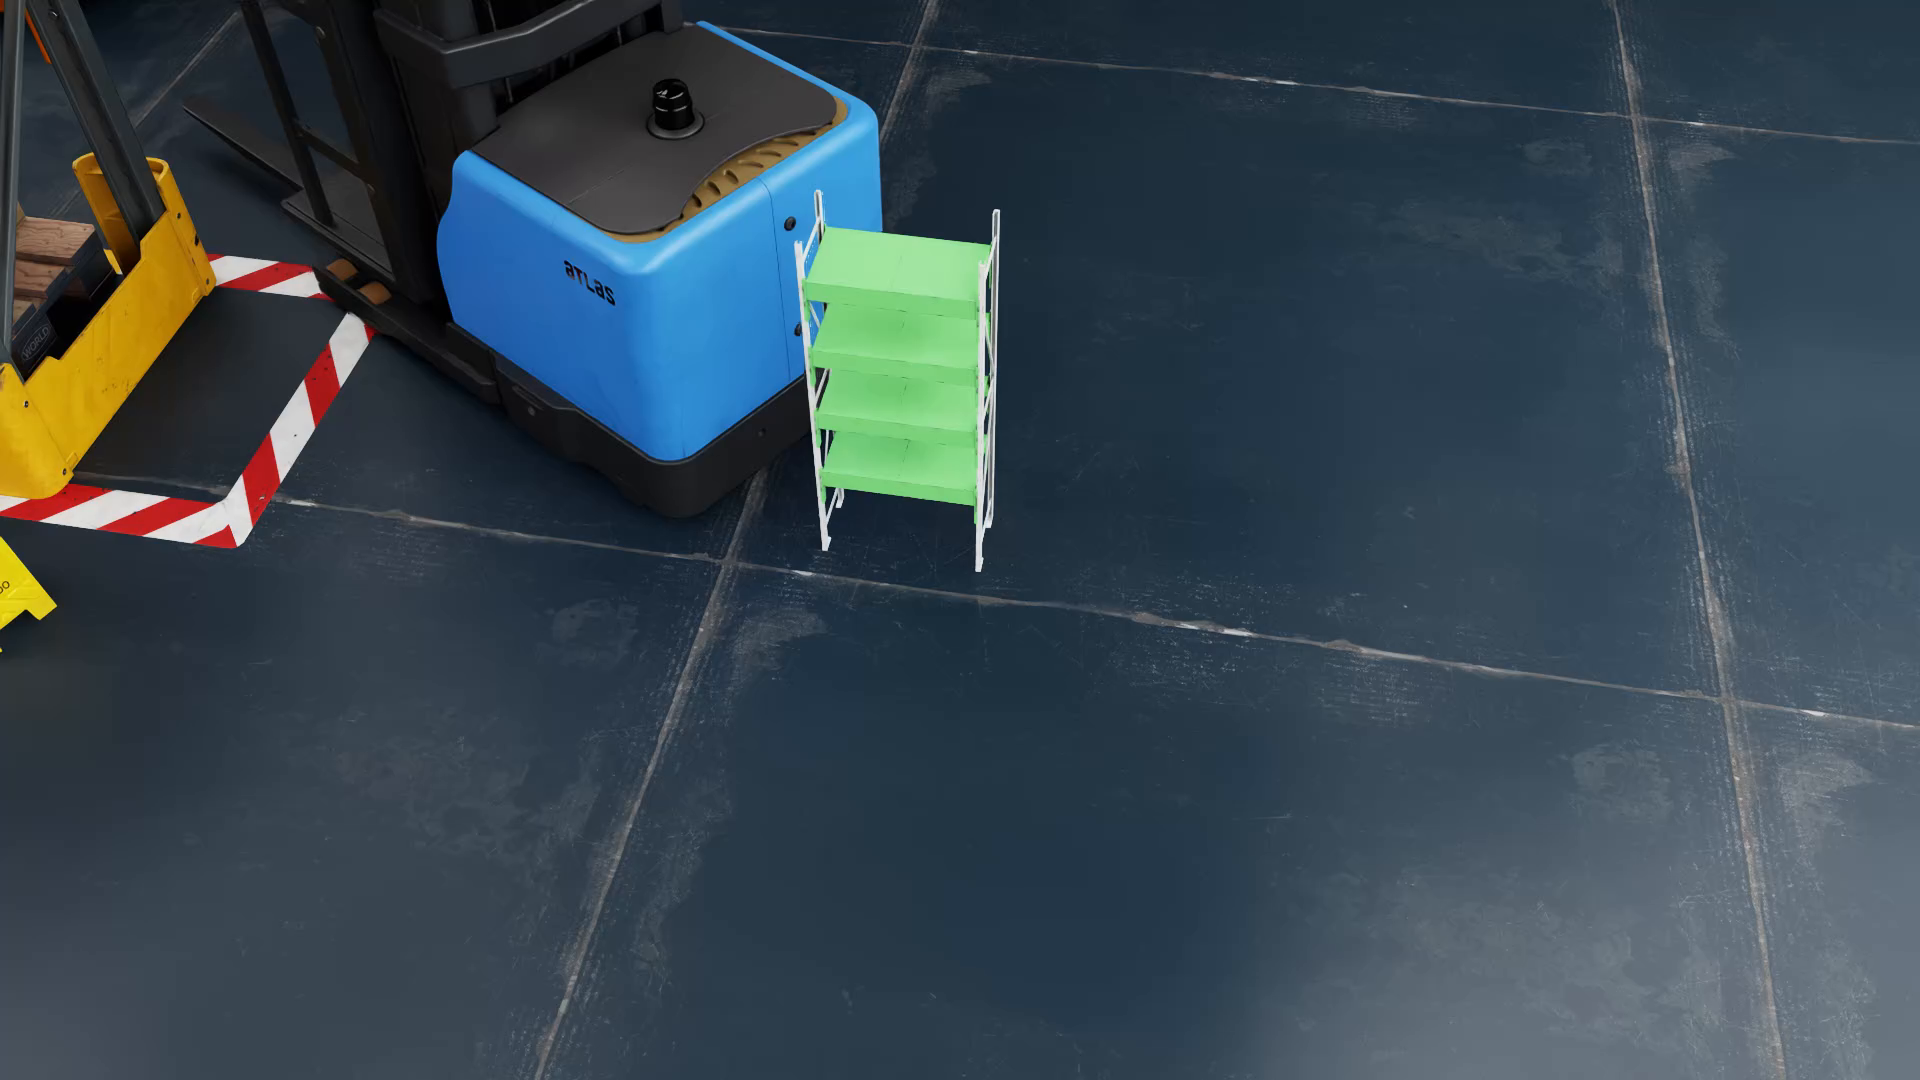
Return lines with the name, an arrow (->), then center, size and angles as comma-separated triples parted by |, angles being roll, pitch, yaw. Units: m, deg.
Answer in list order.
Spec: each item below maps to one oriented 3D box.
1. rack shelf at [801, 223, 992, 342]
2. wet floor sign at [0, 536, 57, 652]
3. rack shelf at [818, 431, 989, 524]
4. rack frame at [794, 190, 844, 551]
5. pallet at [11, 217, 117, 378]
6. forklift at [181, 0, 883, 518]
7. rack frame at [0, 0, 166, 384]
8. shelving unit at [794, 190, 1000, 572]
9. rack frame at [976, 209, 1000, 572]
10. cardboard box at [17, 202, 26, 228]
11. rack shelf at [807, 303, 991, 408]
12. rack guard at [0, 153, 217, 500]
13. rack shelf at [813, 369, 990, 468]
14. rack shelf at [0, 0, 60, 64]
rack shelf -> -0.163, -0.701, 4.514 | 0.480, 0.148, 0.258 | 8, 49, 7
wet floor sign -> -2.918, 0.029, 4.790 | 0.232, 0.644, 0.267 | 23, 52, 20
rack shelf -> -0.163, -0.220, 5.049 | 0.480, 0.148, 0.258 | 8, 49, 7
rack frame -> -0.403, -0.455, 4.852 | 0.015, 1.200, 0.240 | 8, 49, 7
pallet -> -3.783, -0.778, 5.807 | 1.213, 0.211, 1.003 | 8, 49, 7
forklift -> -1.677, -1.997, 5.074 | 3.031, 2.935, 1.130 | 33, 56, 26
rack frame -> -2.915, -1.566, 4.641 | 0.127, 3.000, 1.000 | 8, 49, 7
shelving unit -> -0.163, -0.423, 4.823 | 0.503, 1.200, 0.258 | 8, 49, 7
rack frame -> 0.077, -0.391, 4.794 | 0.015, 1.200, 0.240 | 8, 49, 7
cardboard box -> -3.659, -1.097, 5.785 | 0.500, 0.250, 0.500 | 7, 48, 7
rack shelf -> -0.163, -0.541, 4.692 | 0.480, 0.148, 0.258 | 8, 49, 7
rack guard -> -2.989, -0.741, 5.580 | 0.348, 0.500, 1.175 | 8, 49, 7
rack shelf -> -0.163, -0.380, 4.871 | 0.480, 0.148, 0.258 | 8, 49, 7
rack shelf -> -4.883, -1.590, 5.146 | 4.000, 0.370, 1.077 | 8, 49, 7
